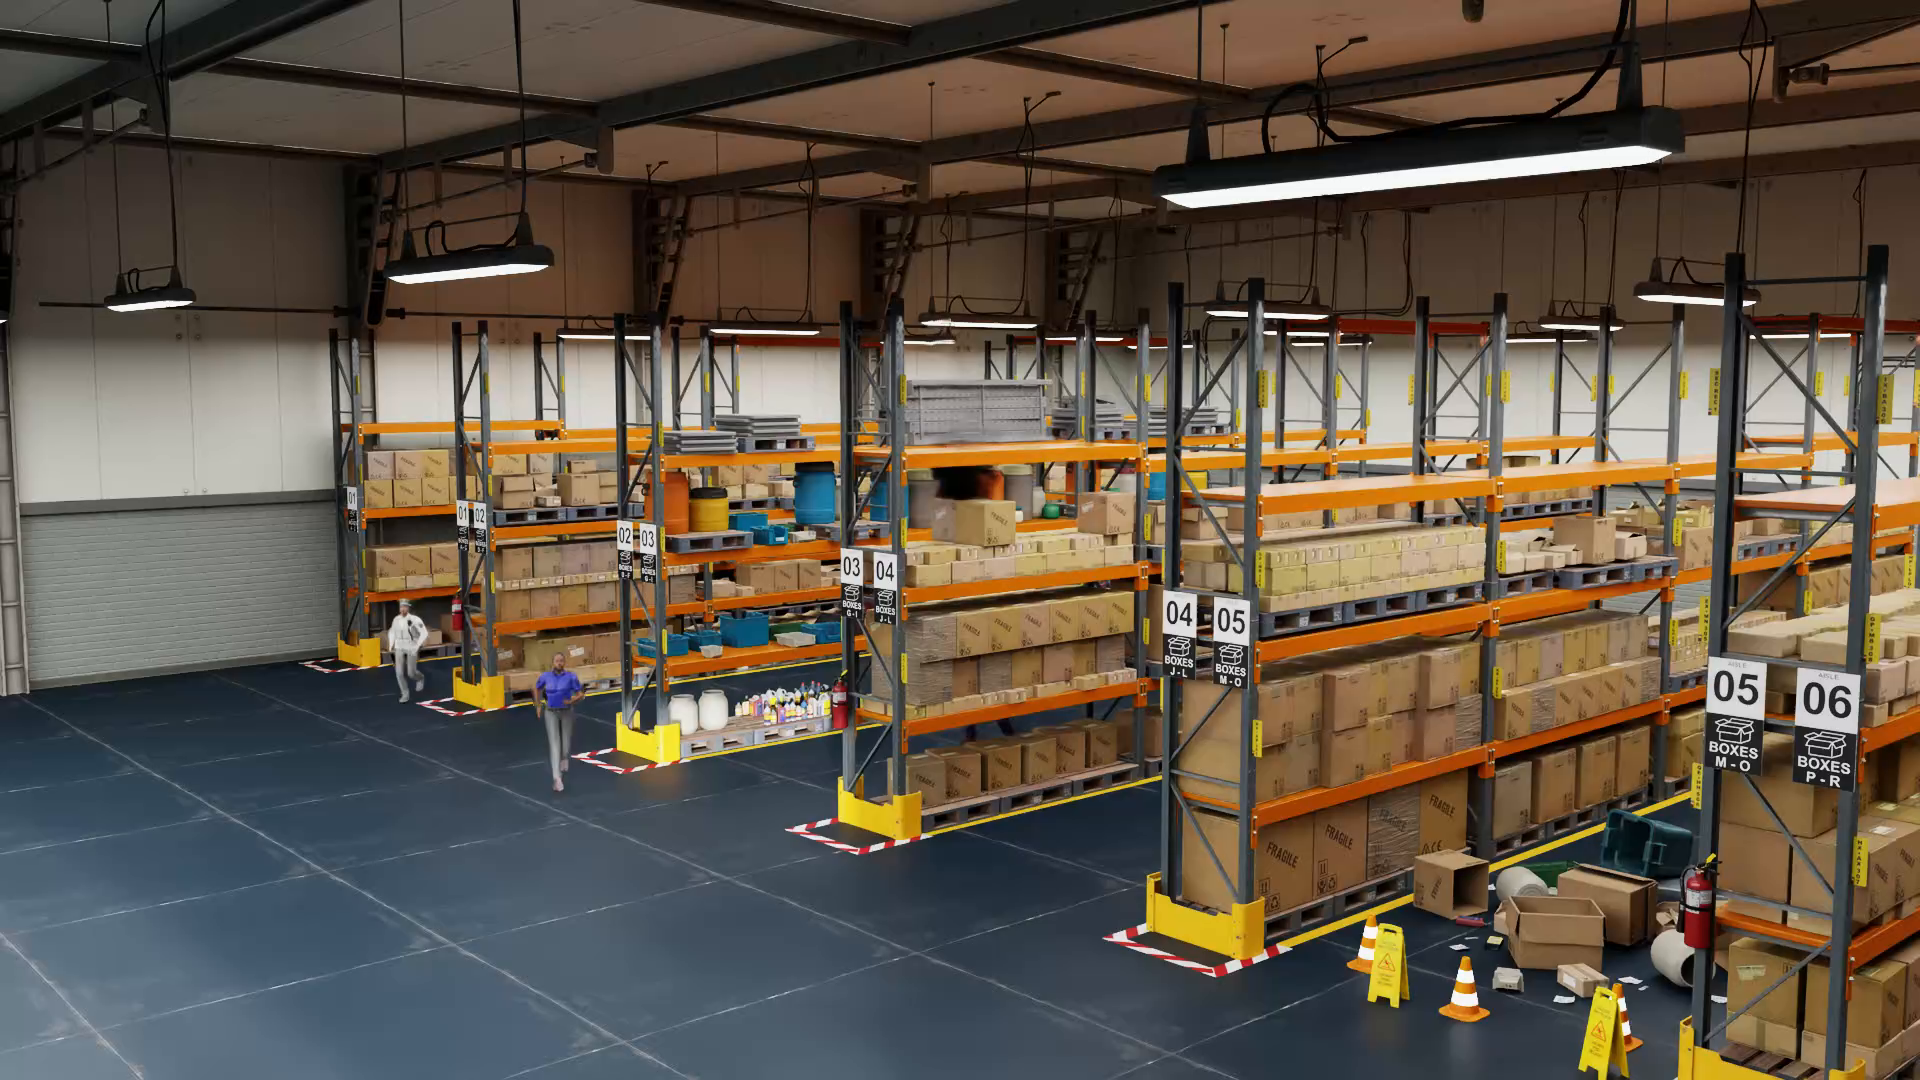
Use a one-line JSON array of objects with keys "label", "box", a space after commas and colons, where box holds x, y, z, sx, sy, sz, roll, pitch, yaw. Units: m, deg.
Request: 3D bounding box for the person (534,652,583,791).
[{"label": "person", "box": [-5.004, 2.215, 20.740, 0.570, 1.661, 0.866, -2, 6, -18]}]

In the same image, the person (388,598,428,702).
[{"label": "person", "box": [-8.778, 1.727, 26.430, 0.661, 1.647, 0.612, 0, 6, 5]}]

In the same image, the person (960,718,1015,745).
[{"label": "person", "box": [0.342, 1.970, 22.163, 0.616, 1.664, 0.895, 5, 8, 42]}]
